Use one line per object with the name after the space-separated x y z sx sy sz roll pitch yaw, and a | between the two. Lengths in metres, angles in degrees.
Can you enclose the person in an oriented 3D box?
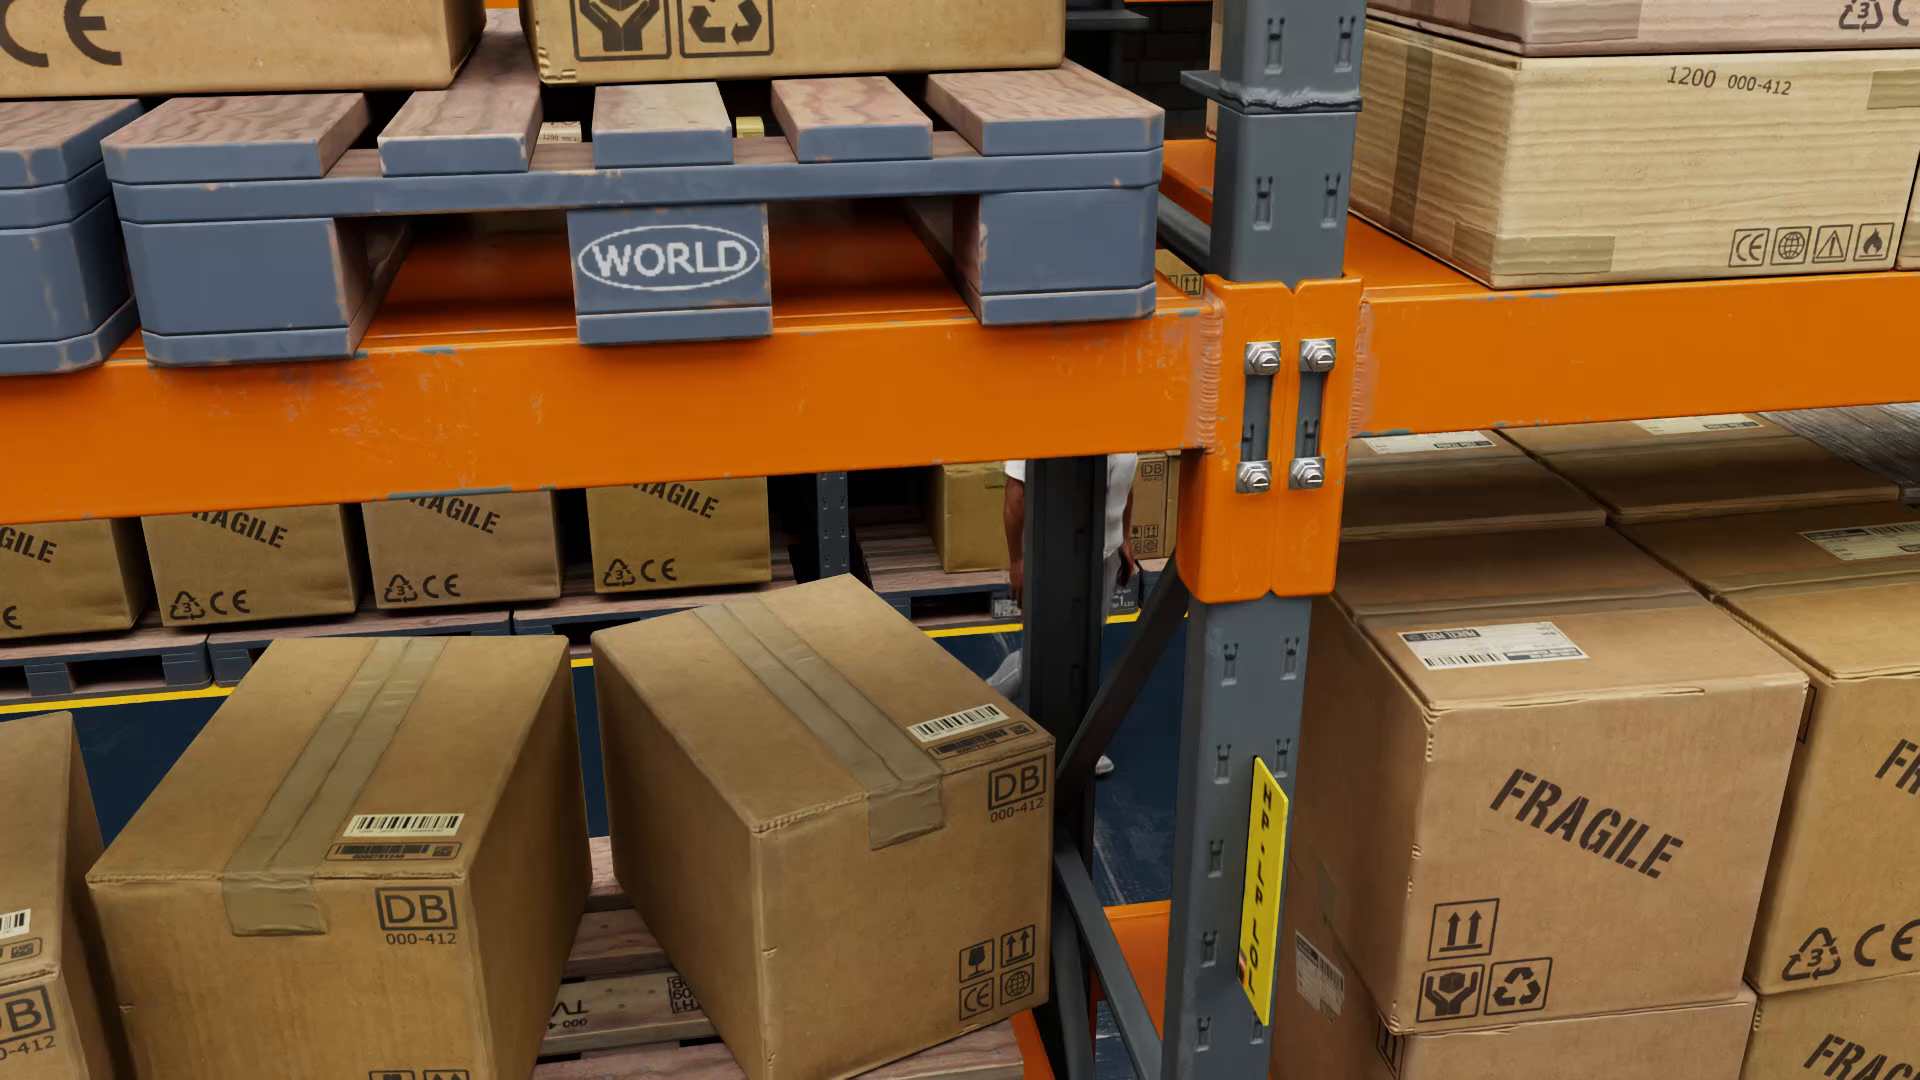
0.350 0.019 6.009 0.613 1.759 0.553 -19 30 -38 | person
